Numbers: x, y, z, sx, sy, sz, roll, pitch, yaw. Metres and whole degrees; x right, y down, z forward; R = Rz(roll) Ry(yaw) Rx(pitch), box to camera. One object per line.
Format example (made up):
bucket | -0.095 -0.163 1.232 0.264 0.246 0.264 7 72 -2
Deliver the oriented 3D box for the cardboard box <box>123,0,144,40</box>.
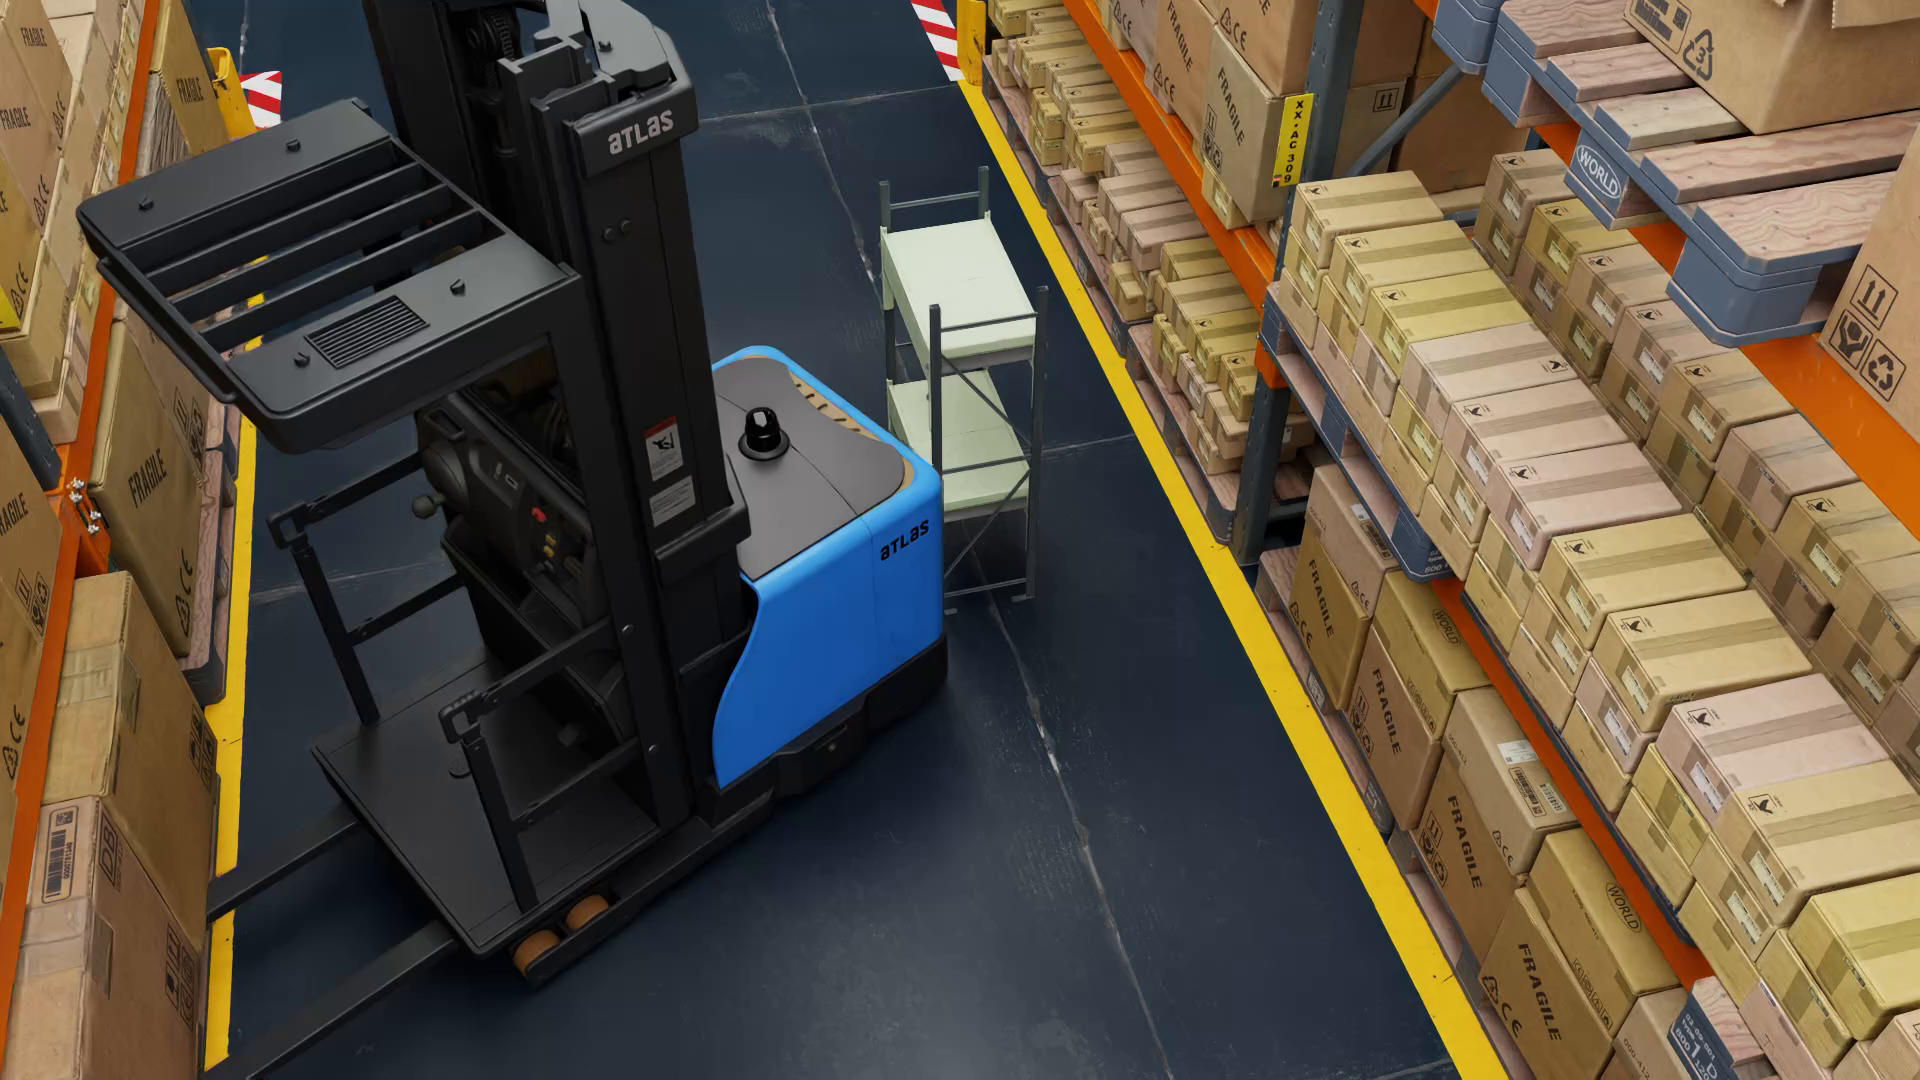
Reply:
cardboard box | -3.658 -2.194 6.976 0.380 0.149 0.250 -10 46 -10

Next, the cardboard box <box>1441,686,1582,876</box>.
cardboard box | 1.781 0.675 4.919 0.500 0.250 0.500 -9 46 -9

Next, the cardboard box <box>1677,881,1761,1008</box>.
cardboard box | 1.848 0.855 3.694 0.380 0.149 0.250 -11 47 -11

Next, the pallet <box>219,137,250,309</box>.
pallet | -3.982 -1.480 8.053 1.003 0.211 1.213 -11 47 -10

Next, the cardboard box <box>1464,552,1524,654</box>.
cardboard box | 1.578 0.128 4.406 0.380 0.149 0.250 -11 47 -11

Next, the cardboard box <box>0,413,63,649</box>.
cardboard box | -2.854 0.006 4.574 0.500 0.500 0.500 -11 47 -10

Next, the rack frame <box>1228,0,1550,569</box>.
rack frame | 1.583 -1.069 5.698 1.000 3.000 0.127 -11 47 -10

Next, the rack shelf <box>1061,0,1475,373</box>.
rack shelf | 1.071 -2.198 7.308 1.077 0.370 4.000 -11 47 -10

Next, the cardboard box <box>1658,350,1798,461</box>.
cardboard box | 2.135 -0.379 4.487 0.380 0.149 0.250 -12 47 -12

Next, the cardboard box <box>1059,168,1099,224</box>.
cardboard box | 0.696 -1.681 7.999 0.380 0.149 0.250 -13 47 -12

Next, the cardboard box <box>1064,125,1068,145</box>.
cardboard box | 0.729 -1.960 8.065 0.380 0.149 0.250 -13 47 -12

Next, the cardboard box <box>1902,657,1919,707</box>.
cardboard box | 2.407 0.346 3.776 0.380 0.149 0.250 -9 46 -8

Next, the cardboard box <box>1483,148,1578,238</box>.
cardboard box | 1.874 -1.095 5.188 0.380 0.149 0.250 -9 46 -8

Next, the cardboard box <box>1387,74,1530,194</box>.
cardboard box | 1.699 -1.596 5.936 0.500 0.500 0.500 -11 47 -11

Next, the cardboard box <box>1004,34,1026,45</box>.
cardboard box | 0.445 -2.675 8.765 0.380 0.149 0.250 -9 46 -9

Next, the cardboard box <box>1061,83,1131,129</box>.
cardboard box | 0.697 -2.049 7.944 0.380 0.149 0.250 -9 46 -9

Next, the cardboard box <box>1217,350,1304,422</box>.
cardboard box | 1.240 -0.625 6.547 0.380 0.149 0.250 -9 46 -9

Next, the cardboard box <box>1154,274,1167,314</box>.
cardboard box | 1.058 -1.039 7.162 0.380 0.149 0.250 -10 46 -10

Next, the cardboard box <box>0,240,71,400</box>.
cardboard box | -3.105 -0.656 5.189 0.500 0.250 0.500 -11 47 -11

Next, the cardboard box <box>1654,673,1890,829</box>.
cardboard box | 1.781 0.465 3.660 0.380 0.149 0.250 -11 47 -10

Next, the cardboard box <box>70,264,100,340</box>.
cardboard box | -3.127 -0.772 5.583 0.380 0.149 0.250 -9 46 -9

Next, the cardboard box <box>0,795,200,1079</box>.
cardboard box | -2.825 1.420 4.452 1.225 0.875 0.875 -12 47 -12

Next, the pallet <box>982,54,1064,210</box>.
pallet | 0.752 -2.235 8.792 1.003 0.211 1.213 -11 47 -10

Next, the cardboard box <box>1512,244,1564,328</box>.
cardboard box | 1.944 -0.812 5.119 0.380 0.149 0.250 -10 46 -10

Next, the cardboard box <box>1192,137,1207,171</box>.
cardboard box | 1.101 -1.489 6.285 0.380 0.149 0.250 -9 46 -9

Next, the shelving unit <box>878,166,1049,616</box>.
shelving unit | 0.002 -0.520 6.210 0.431 1.500 0.755 -11 47 -10

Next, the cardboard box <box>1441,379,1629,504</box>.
cardboard box | 1.507 -0.262 4.372 0.380 0.149 0.250 -11 47 -11

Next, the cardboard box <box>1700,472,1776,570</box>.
cardboard box | 2.216 -0.084 4.406 0.380 0.149 0.250 -11 47 -10

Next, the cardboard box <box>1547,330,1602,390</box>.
cardboard box | 2.005 -0.539 5.059 0.380 0.149 0.250 -11 47 -10

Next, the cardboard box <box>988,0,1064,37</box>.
cardboard box | 0.364 -2.764 8.644 0.380 0.149 0.250 -13 47 -12

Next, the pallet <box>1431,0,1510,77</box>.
pallet | 1.638 -1.608 4.257 1.213 0.211 1.003 -11 47 -10

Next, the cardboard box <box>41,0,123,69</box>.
cardboard box | -3.621 -2.058 6.563 0.500 0.250 0.500 -12 47 -12

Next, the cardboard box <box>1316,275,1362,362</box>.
cardboard box | 1.307 -0.698 5.007 0.380 0.149 0.250 -12 47 -11

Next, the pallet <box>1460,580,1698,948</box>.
pallet | 2.060 0.400 4.392 1.003 0.211 1.213 -11 47 -10

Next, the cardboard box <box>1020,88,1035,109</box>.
cardboard box | 0.529 -2.394 8.698 0.380 0.149 0.250 -11 47 -10

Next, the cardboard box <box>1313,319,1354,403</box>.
cardboard box | 1.315 -0.582 5.102 0.380 0.149 0.250 -10 46 -10

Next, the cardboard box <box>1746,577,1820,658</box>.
cardboard box | 2.281 0.193 4.343 0.380 0.149 0.250 -12 47 -12

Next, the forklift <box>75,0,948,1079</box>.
forklift | -1.472 -0.033 4.730 3.031 2.935 1.130 -33 54 -28

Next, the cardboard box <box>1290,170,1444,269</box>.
cardboard box | 1.239 -0.980 5.076 0.380 0.149 0.250 -9 46 -8

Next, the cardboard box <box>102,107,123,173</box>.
cardboard box | -3.393 -1.485 6.281 0.380 0.149 0.250 -12 47 -11

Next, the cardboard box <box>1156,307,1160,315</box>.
cardboard box | 1.087 -0.996 7.328 0.380 0.149 0.250 -12 47 -11

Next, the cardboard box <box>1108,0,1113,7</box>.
cardboard box | 0.818 -2.553 6.874 0.500 0.500 0.500 -12 47 -11

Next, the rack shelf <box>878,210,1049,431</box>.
rack shelf | 0.002 -0.793 5.931 0.431 0.370 0.720 -11 47 -10

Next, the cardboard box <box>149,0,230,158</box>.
cardboard box | -4.021 -1.970 7.774 0.875 0.875 0.875 -11 47 -10

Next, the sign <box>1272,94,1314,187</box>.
sign | 1.060 -1.268 5.286 0.100 0.325 0.005 -11 47 -10

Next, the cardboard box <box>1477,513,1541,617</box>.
cardboard box | 1.580 0.029 4.295 0.380 0.149 0.250 -11 47 -11

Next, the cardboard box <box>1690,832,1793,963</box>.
cardboard box | 1.837 0.734 3.605 0.380 0.149 0.250 -11 47 -10

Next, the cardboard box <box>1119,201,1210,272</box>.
cardboard box | 0.916 -1.328 7.237 0.380 0.149 0.250 -13 47 -12

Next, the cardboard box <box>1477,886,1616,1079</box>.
cardboard box | 1.905 1.293 4.839 0.500 0.500 0.500 -13 47 -12
